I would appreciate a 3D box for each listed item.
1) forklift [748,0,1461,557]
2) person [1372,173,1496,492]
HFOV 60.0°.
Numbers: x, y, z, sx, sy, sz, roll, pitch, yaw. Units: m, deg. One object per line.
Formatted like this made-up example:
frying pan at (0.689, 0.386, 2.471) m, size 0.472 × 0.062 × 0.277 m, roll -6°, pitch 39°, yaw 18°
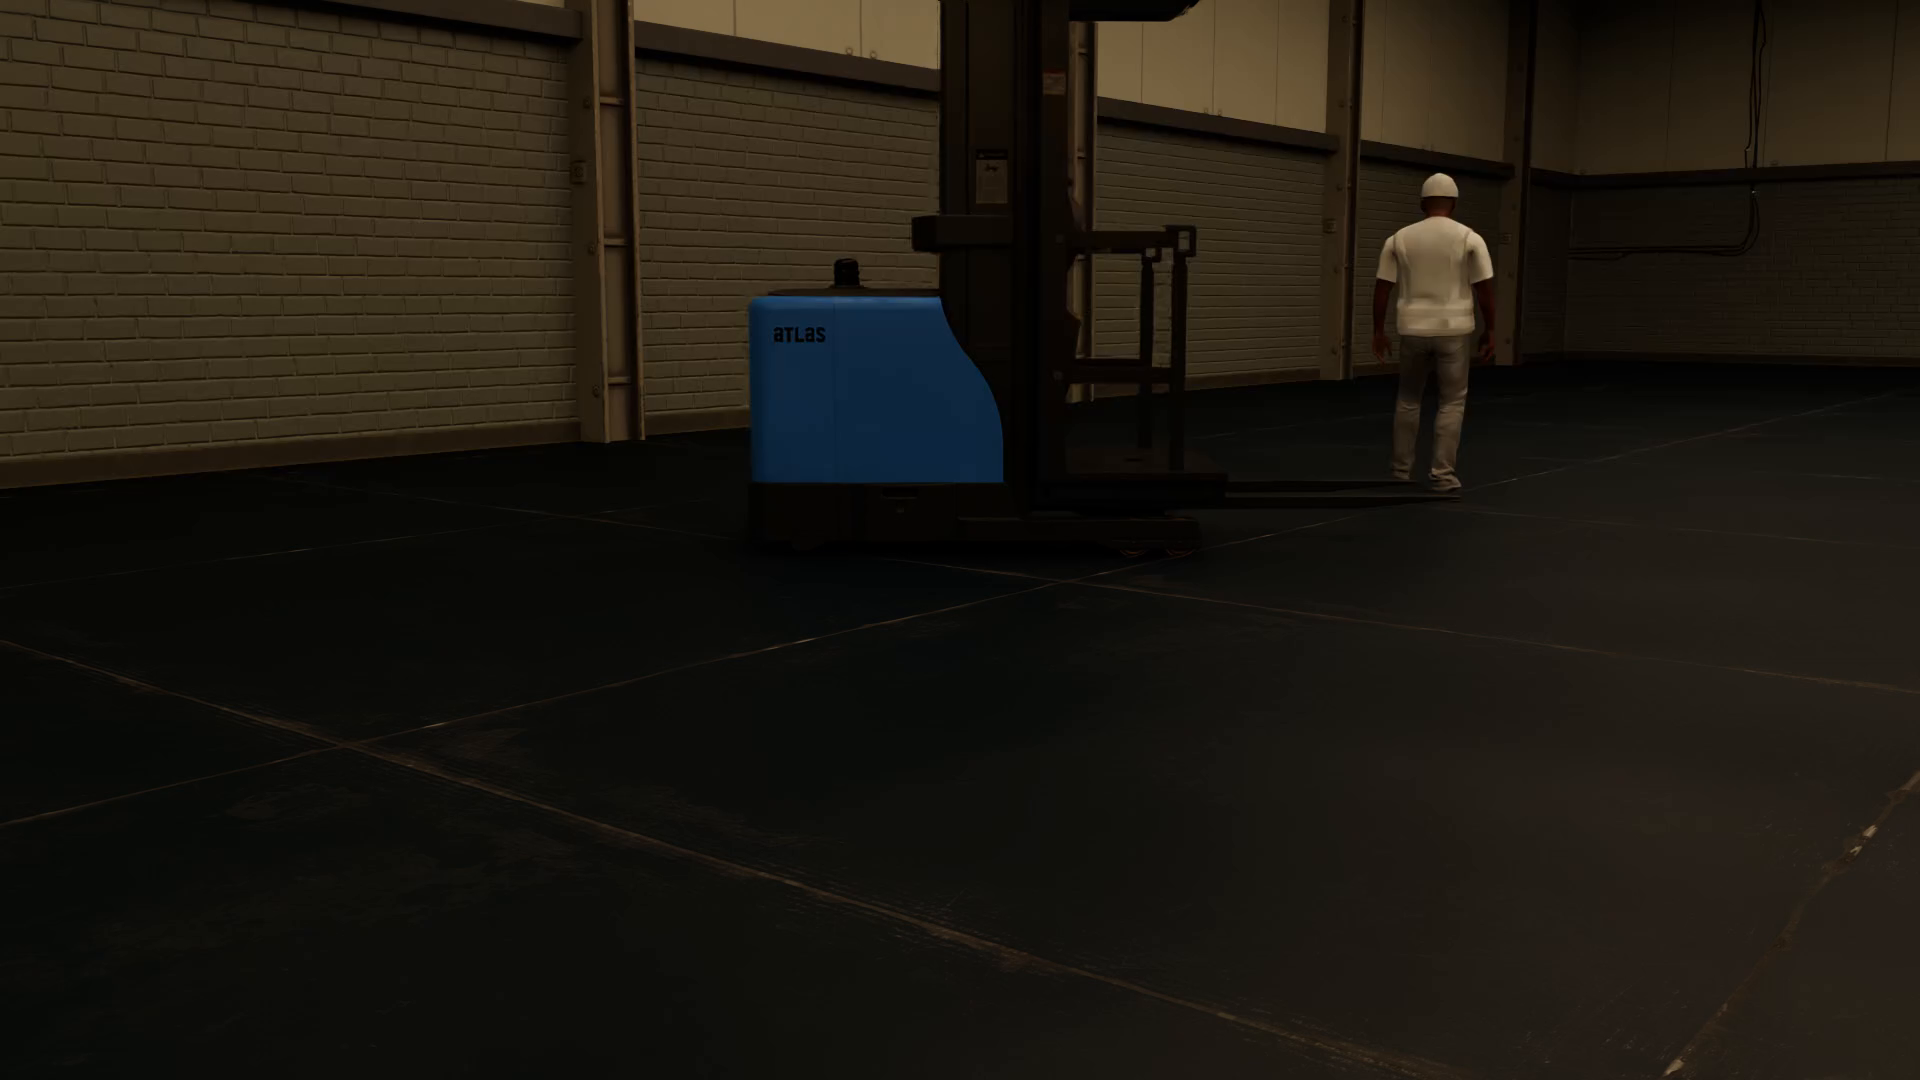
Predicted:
forklift at (0.621, -1.455, 7.224) m, size 3.031 × 2.935 × 1.130 m, roll 0°, pitch 8°, yaw -1°
person at (2.683, -1.139, 9.346) m, size 0.663 × 1.801 × 0.538 m, roll 5°, pitch 10°, yaw 30°
